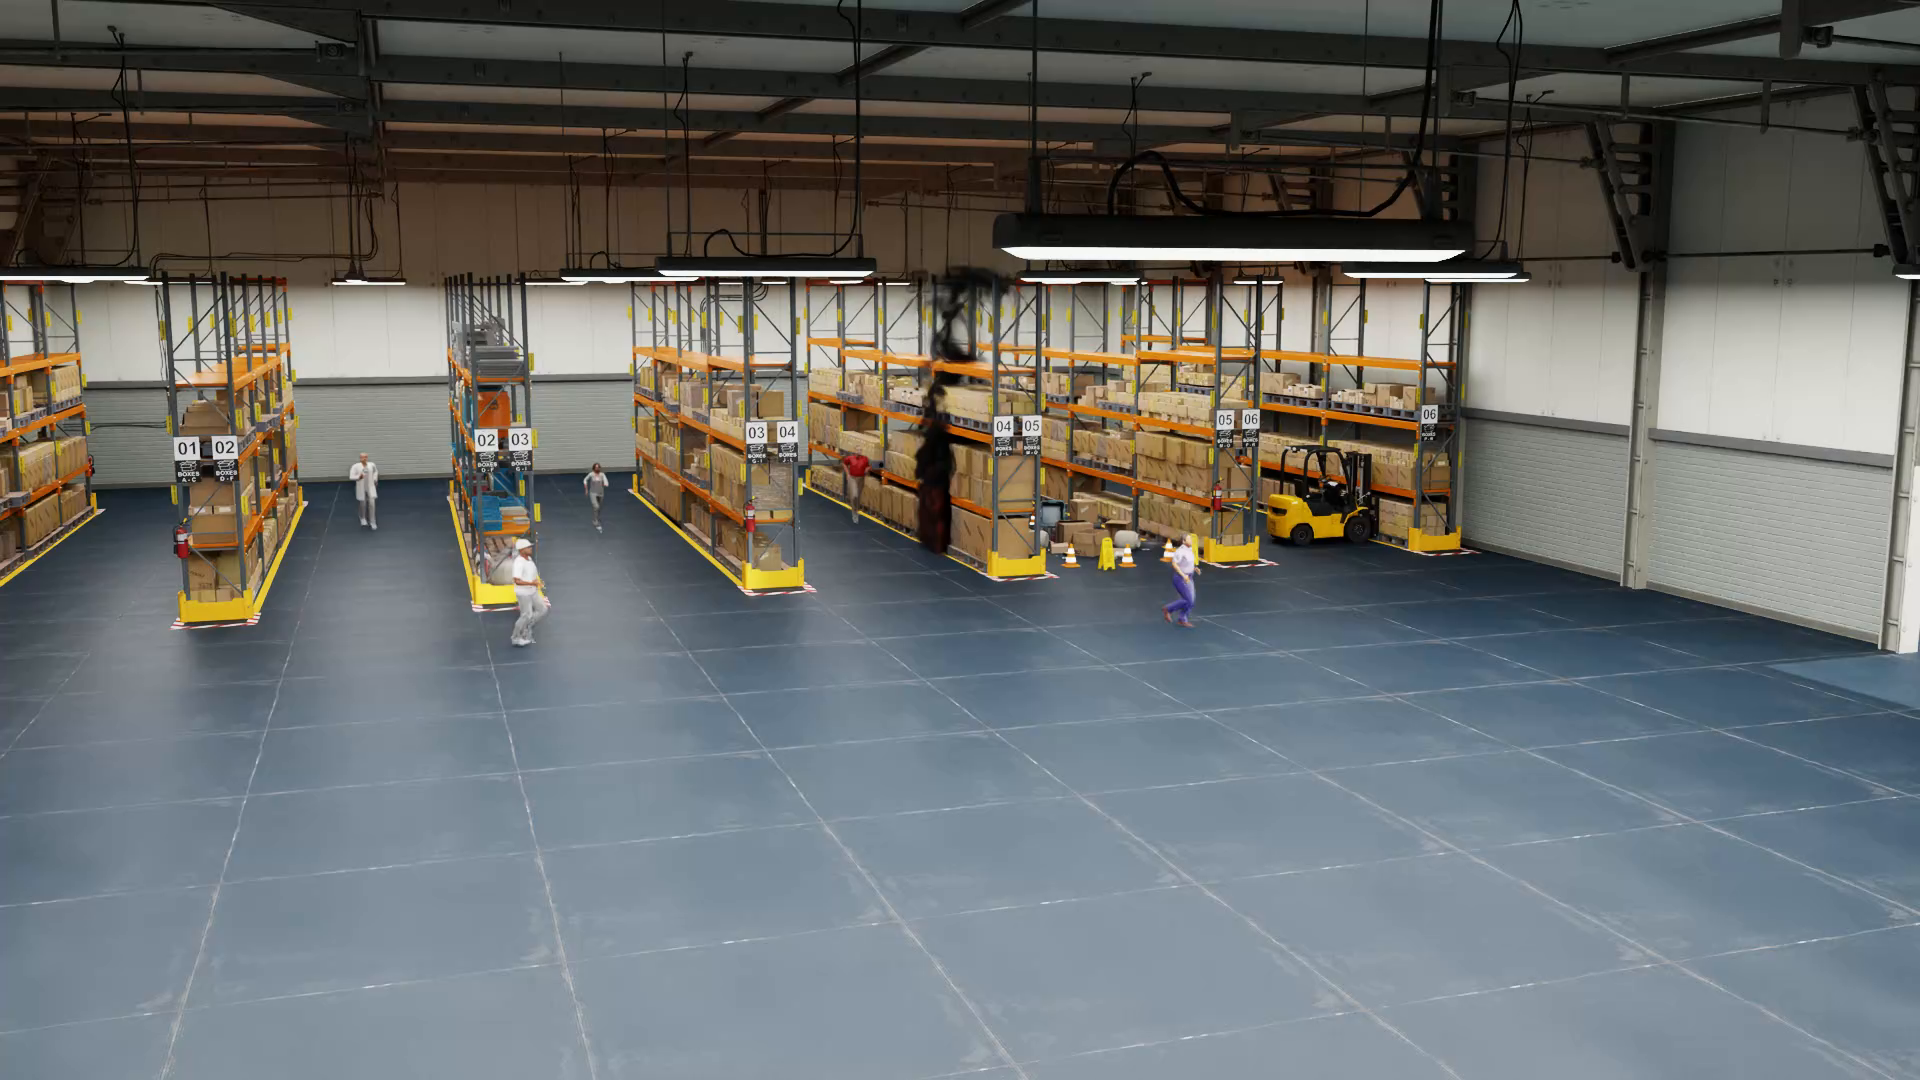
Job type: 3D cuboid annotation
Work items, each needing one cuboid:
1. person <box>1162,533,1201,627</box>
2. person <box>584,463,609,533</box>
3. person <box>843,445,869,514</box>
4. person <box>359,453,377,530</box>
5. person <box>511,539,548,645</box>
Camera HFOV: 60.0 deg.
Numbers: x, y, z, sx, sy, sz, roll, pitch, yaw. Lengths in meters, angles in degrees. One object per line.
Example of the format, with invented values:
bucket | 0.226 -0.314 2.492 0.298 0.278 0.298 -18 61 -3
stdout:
person | 3.811 0.680 28.345 0.557 1.620 0.600 3 9 22
person | -8.628 -1.027 39.504 0.511 1.613 0.820 -5 10 -29
person | -2.438 -1.448 39.695 0.570 1.633 0.812 -4 10 -26
person | -14.267 -1.194 39.889 0.661 1.804 0.981 -5 10 -29
person | -6.926 0.846 26.701 0.656 1.746 0.672 1 9 8
